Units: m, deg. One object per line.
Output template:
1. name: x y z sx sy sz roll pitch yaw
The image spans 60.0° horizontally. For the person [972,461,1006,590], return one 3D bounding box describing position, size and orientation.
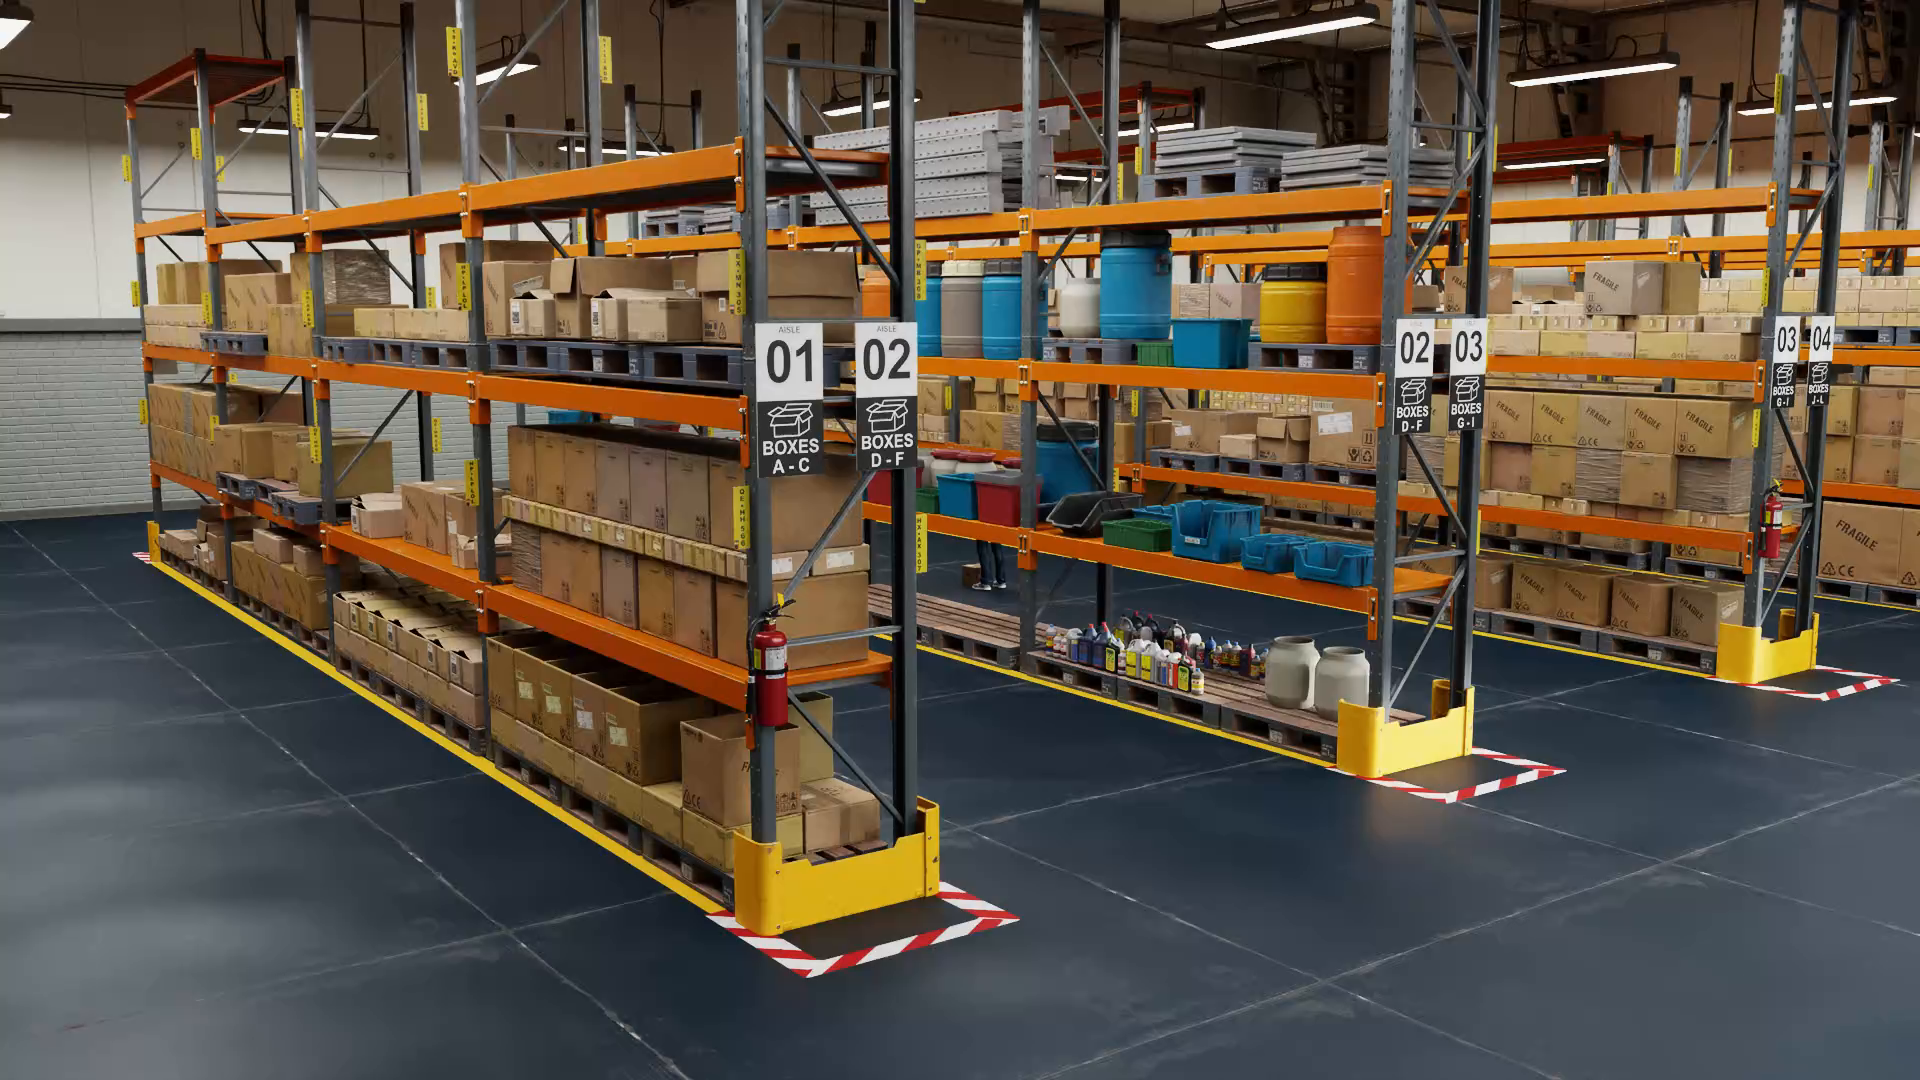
1. person: 0.345 -0.212 19.367 0.464 1.592 0.346 -6 10 -36
